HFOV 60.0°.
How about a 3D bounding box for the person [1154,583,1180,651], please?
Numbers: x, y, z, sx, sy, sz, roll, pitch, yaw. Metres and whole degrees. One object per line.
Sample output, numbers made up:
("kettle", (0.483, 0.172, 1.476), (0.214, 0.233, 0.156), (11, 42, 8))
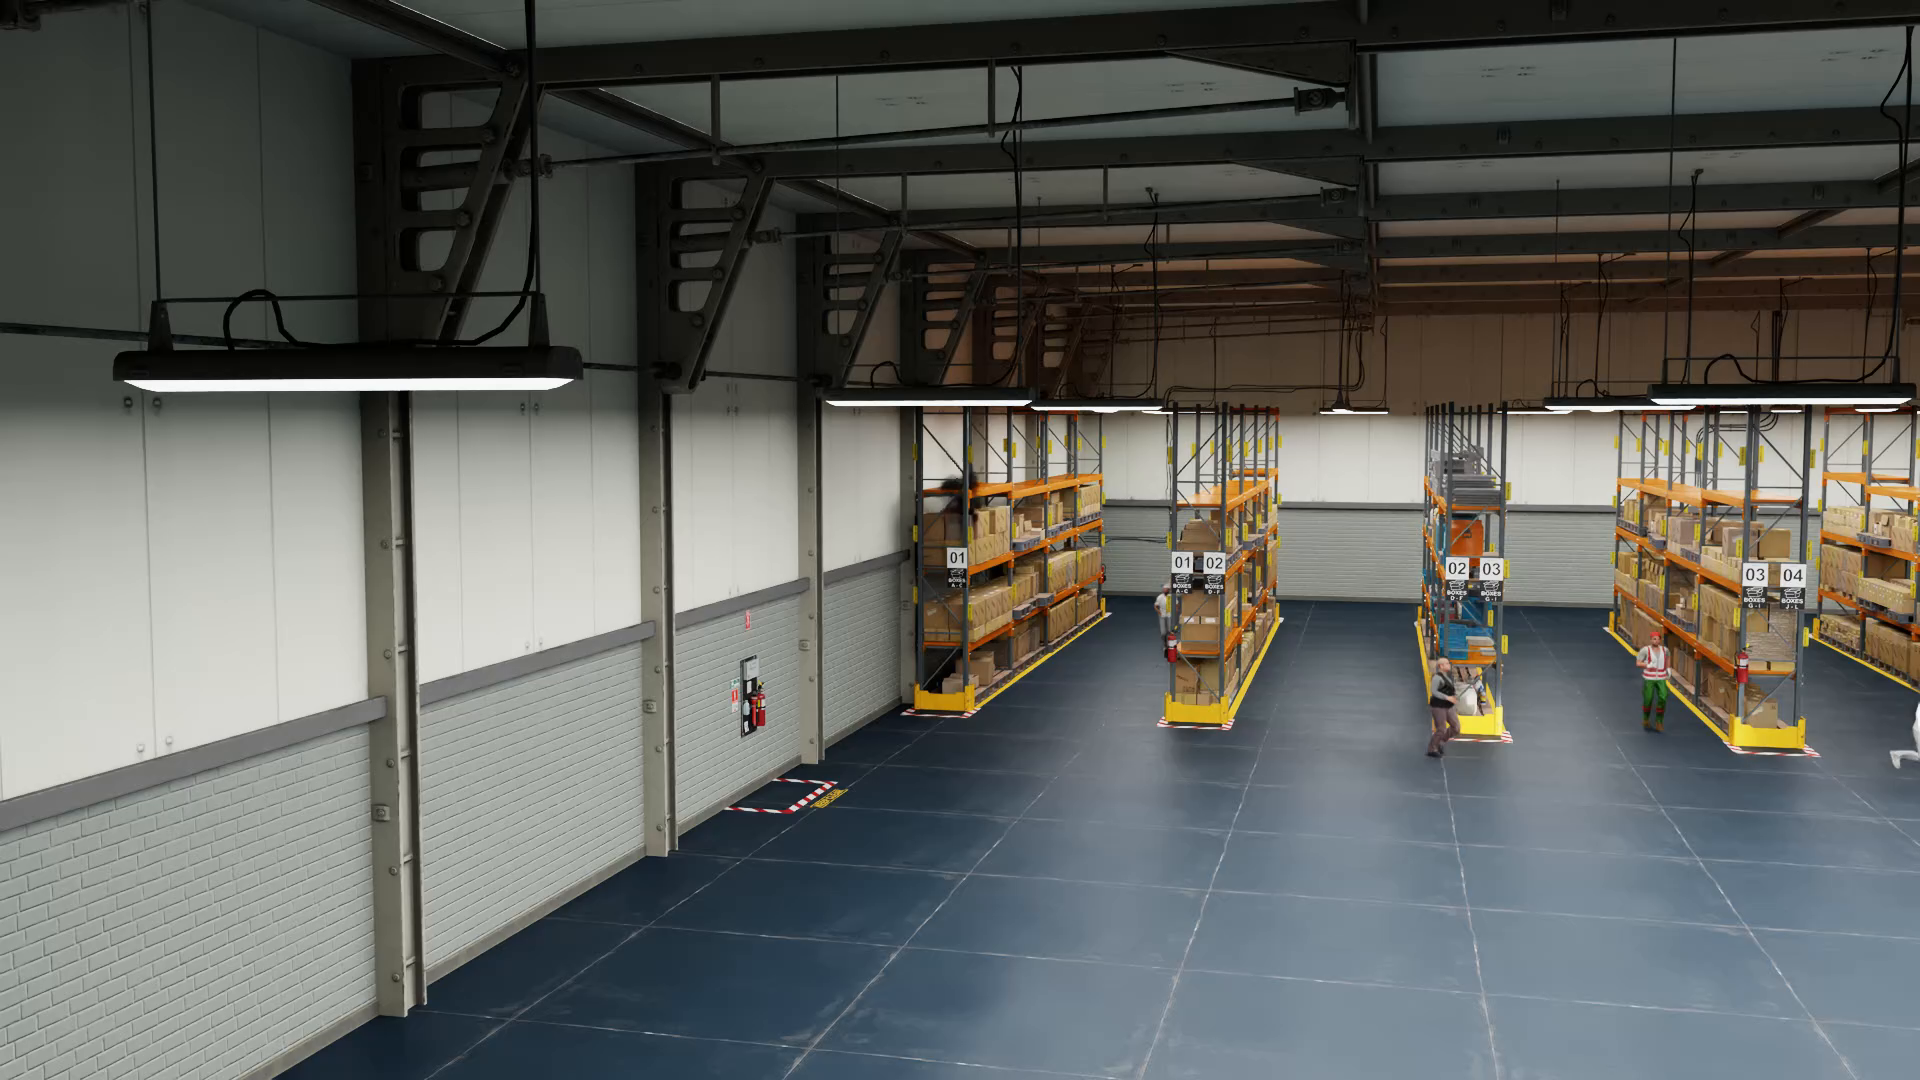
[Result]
("person", (5.068, 1.887, 40.820), (0.629, 1.667, 0.539), (1, 4, 13))

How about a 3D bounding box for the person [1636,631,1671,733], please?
("person", (12.684, 2.586, 30.402), (0.656, 1.852, 0.775), (1, 4, 10))

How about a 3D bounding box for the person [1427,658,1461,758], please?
("person", (8.120, 2.815, 27.859), (0.602, 1.685, 0.655), (4, 6, 43))

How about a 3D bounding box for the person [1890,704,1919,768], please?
("person", (15.008, 3.004, 25.956), (0.622, 1.667, 0.829), (-4, 6, -40))
